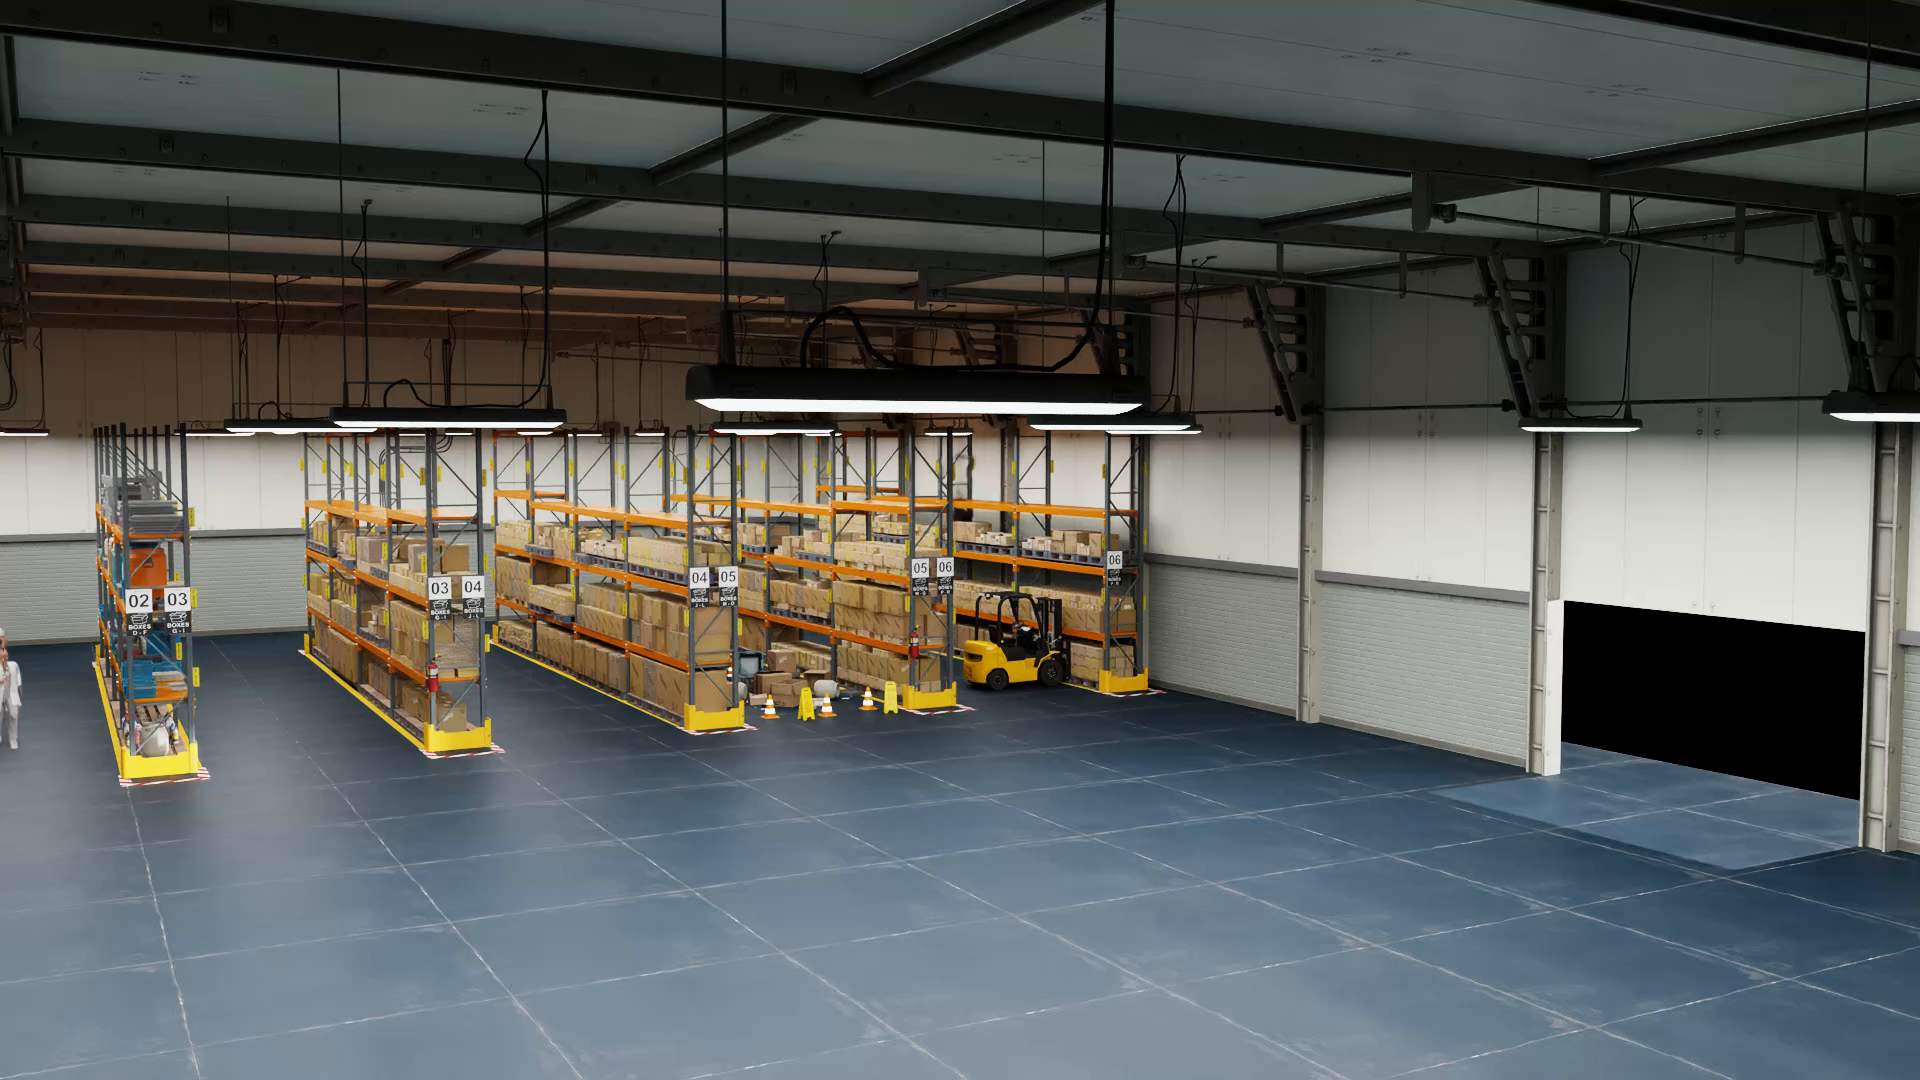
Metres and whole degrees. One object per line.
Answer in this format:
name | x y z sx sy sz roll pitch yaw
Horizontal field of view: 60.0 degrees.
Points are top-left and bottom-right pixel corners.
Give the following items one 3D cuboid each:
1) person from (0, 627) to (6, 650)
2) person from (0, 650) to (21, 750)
person | -22.219 2.551 38.121 0.658 1.738 0.558 -3 4 -36
person | -17.789 2.952 30.927 0.673 1.841 0.951 -3 5 -44
